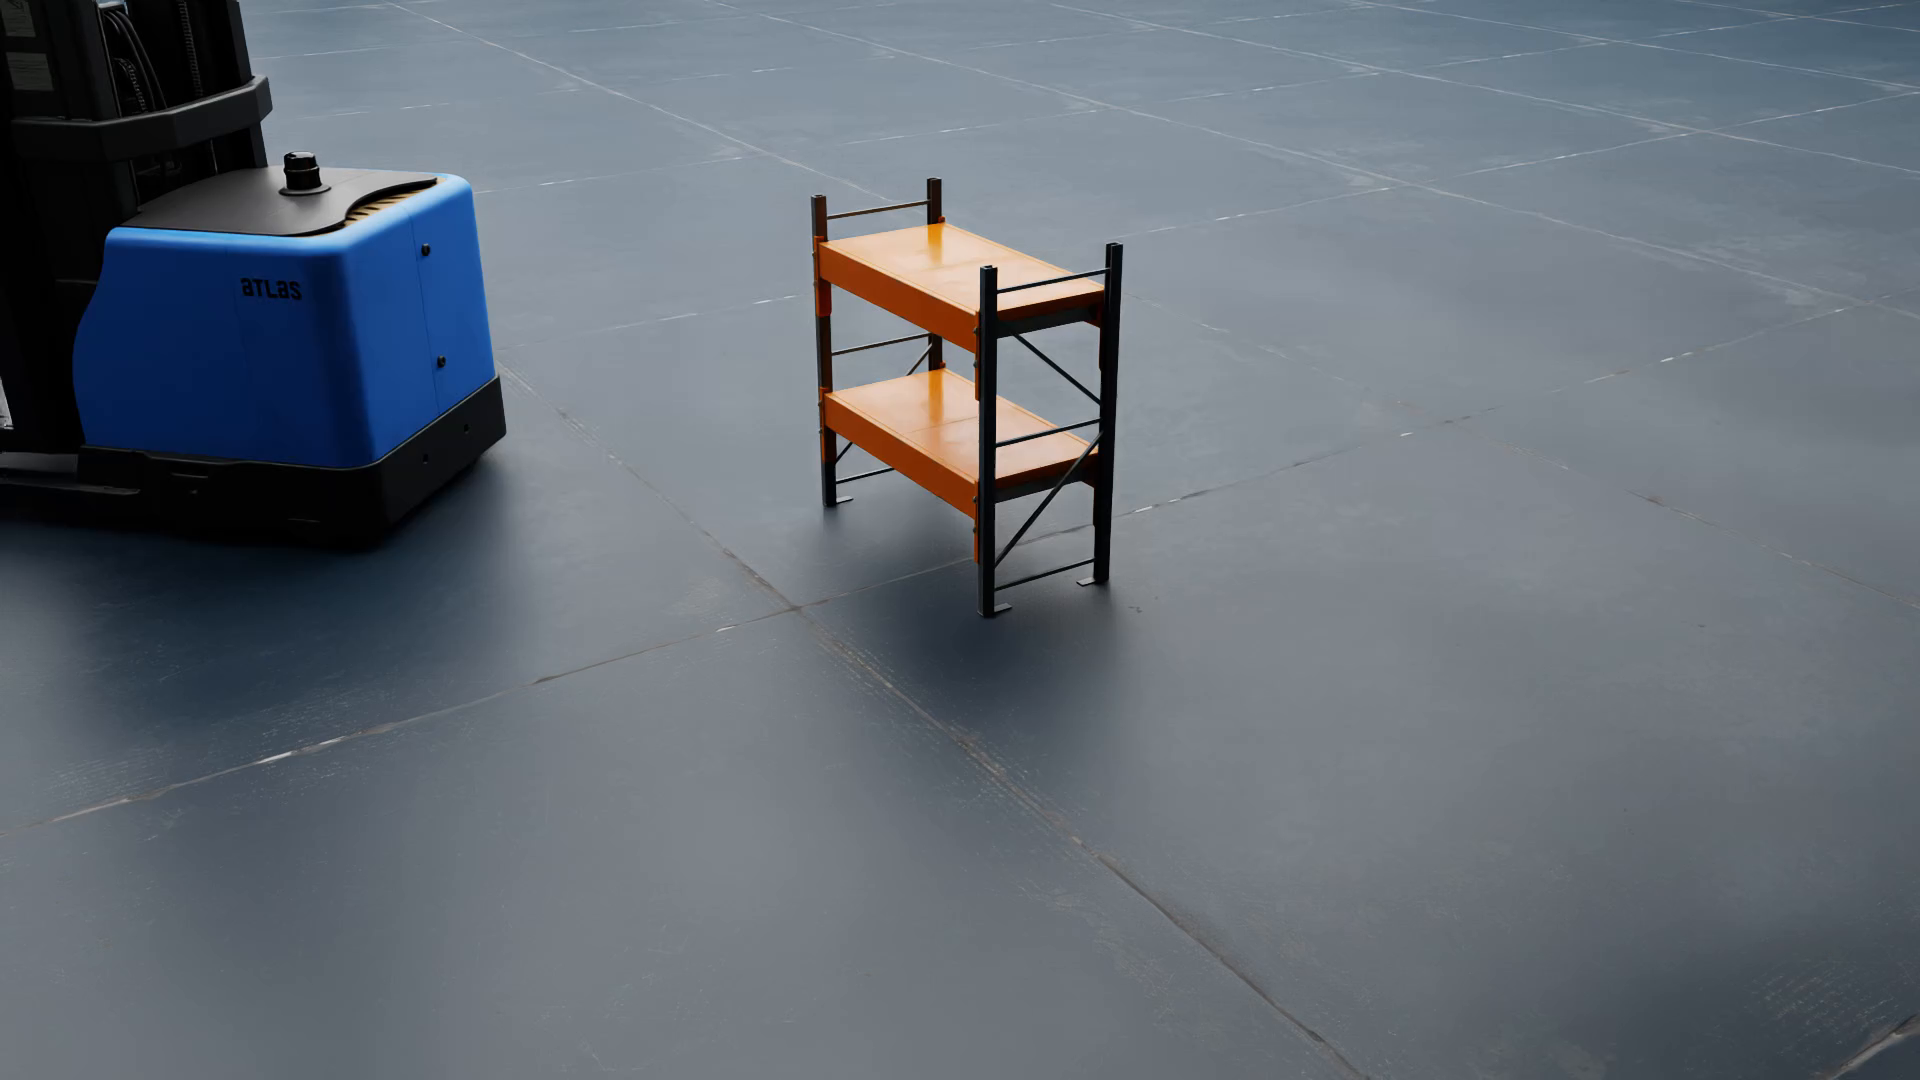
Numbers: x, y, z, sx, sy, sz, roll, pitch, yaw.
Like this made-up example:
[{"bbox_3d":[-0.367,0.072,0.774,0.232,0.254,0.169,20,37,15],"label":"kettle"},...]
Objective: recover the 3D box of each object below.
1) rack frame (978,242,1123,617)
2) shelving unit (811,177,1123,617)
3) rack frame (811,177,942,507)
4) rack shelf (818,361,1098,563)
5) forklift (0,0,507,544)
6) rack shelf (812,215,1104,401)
[{"bbox_3d":[0.274,-0.329,5.130,0.500,1.125,0.032,-16,29,-30],"label":"rack frame"},{"bbox_3d":[-0.004,-0.511,5.515,0.538,1.125,1.048,-16,29,-30],"label":"shelving unit"},{"bbox_3d":[-0.281,-0.693,5.900,0.500,1.125,0.032,-16,29,-30],"label":"rack frame"},{"bbox_3d":[-0.004,-0.290,5.619,0.538,0.278,1.000,-16,29,-30],"label":"rack shelf"},{"bbox_3d":[-3.332,-1.625,5.759,3.031,2.935,1.130,5,26,11],"label":"forklift"},{"bbox_3d":[-0.004,-0.776,5.390,0.538,0.278,1.000,-16,29,-30],"label":"rack shelf"}]
